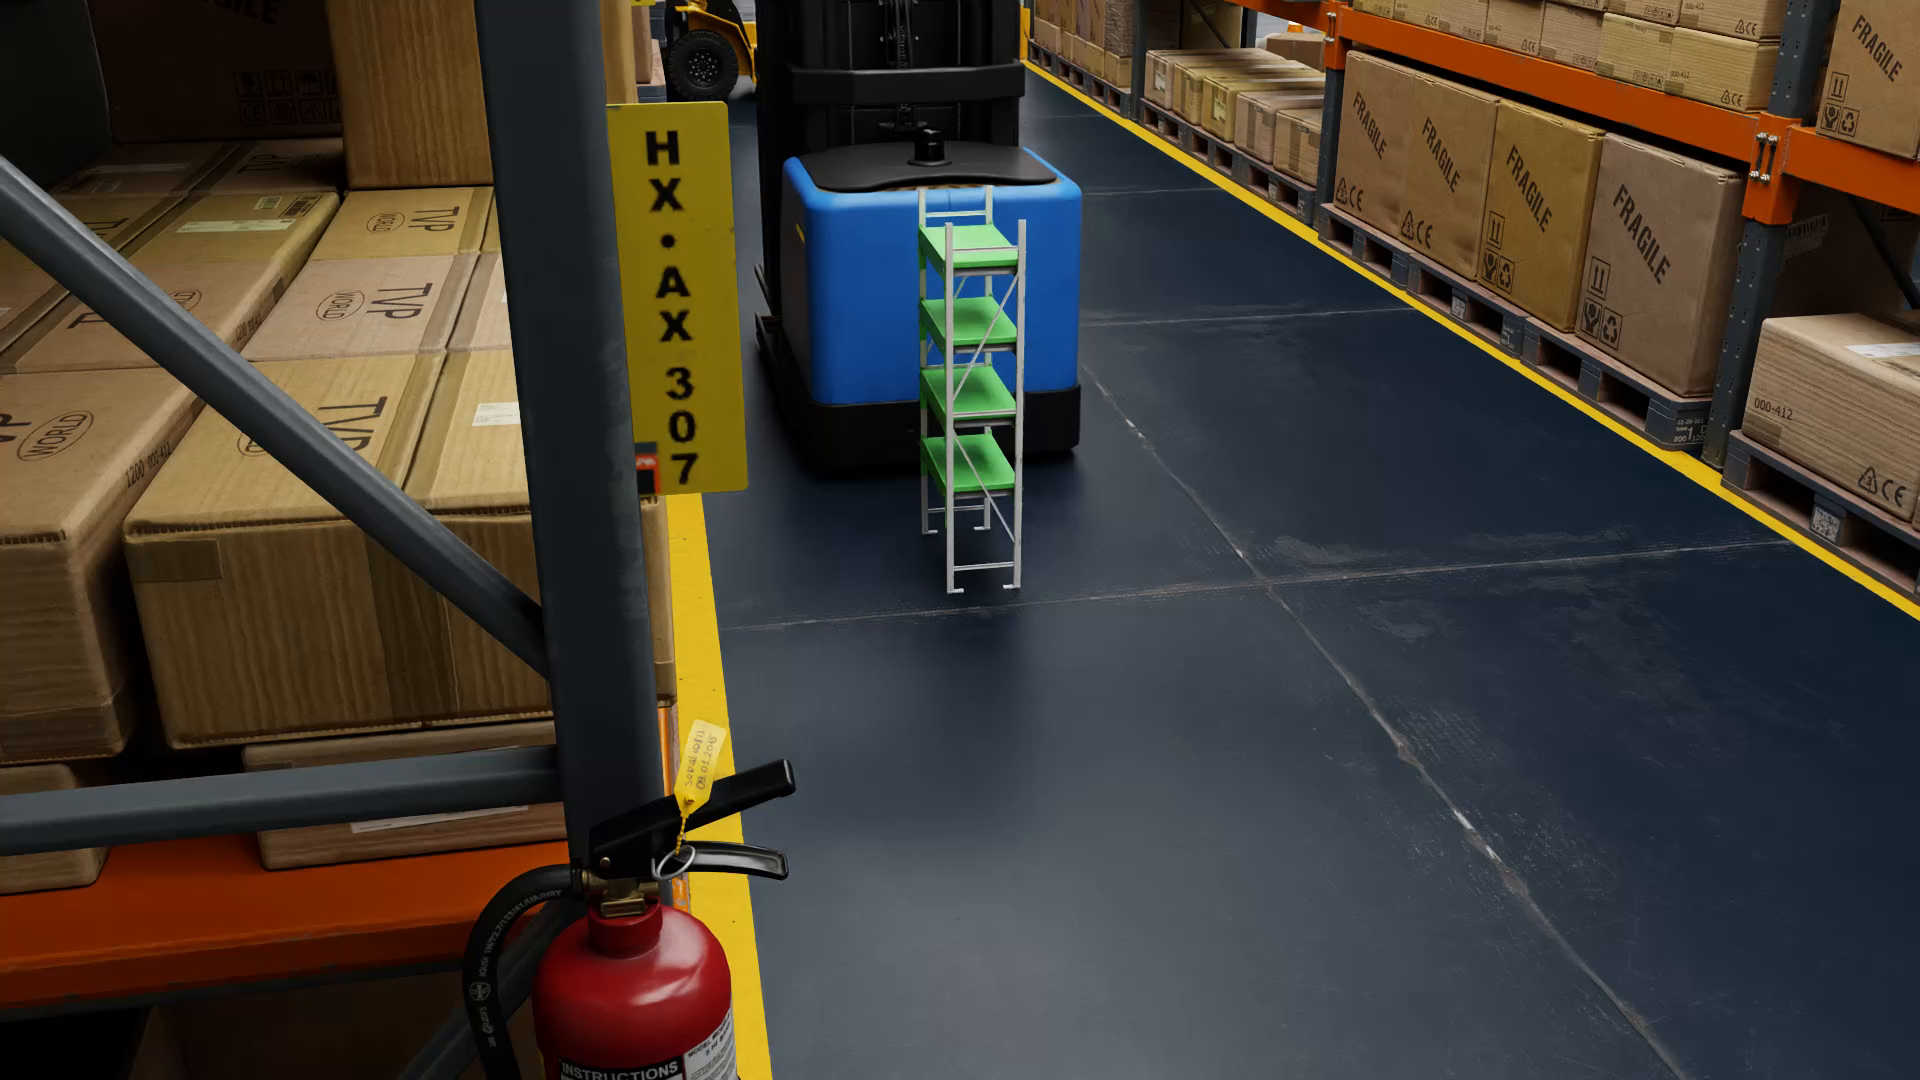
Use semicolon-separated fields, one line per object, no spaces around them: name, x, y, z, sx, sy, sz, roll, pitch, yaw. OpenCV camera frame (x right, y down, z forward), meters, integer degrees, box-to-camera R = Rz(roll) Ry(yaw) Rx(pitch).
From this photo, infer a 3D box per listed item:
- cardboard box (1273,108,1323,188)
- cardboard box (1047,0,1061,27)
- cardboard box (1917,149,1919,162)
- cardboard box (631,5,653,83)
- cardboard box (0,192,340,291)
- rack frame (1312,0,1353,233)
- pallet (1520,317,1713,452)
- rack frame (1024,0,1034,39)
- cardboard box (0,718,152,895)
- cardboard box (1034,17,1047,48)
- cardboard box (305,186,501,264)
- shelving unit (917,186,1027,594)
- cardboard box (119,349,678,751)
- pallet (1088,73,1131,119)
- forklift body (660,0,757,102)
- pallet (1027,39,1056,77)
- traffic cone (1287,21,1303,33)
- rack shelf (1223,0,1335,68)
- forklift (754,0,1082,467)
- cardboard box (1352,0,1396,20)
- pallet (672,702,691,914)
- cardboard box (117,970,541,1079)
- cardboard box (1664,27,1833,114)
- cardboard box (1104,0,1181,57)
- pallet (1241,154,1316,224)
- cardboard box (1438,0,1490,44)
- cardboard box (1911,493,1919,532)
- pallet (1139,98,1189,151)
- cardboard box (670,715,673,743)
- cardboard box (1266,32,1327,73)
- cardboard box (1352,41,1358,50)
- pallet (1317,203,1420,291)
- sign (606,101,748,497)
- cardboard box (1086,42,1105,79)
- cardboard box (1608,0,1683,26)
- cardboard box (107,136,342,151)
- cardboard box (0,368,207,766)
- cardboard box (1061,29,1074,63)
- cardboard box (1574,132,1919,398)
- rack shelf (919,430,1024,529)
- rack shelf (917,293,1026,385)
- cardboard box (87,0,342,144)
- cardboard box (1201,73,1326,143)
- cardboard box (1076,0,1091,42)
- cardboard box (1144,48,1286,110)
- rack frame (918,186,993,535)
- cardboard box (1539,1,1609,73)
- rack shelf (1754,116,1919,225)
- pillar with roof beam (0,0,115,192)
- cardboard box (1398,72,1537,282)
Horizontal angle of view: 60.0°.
cardboard box;2.539;-2.479;10.437;0.950;0.372;0.625;-6;24;-13
cardboard box;1.138;-5.138;15.741;0.500;0.500;0.500;-5;24;-12
cardboard box;3.292;-1.338;4.942;0.500;0.500;0.500;-4;24;-9
cardboard box;-1.373;-1.771;5.408;0.700;0.500;0.500;-4;24;-8
cardboard box;-1.291;-0.379;2.687;0.500;0.250;0.500;-4;24;-8
rack frame;2.634;-3.268;9.485;1.000;3.000;0.127;-4;24;-10
pallet;3.157;-0.715;7.123;1.003;0.211;1.213;-4;24;-10
rack frame;1.155;-6.415;16.690;1.000;3.000;0.127;-4;24;-10
cardboard box;-1.089;0.252;1.739;0.380;0.149;0.250;-5;24;-10
cardboard box;1.032;-5.009;16.383;0.500;0.250;0.500;-5;24;-10
cardboard box;-0.774;-0.416;2.770;0.500;0.250;0.500;-5;24;-11
shelving unit;0.031;-0.485;5.361;0.258;1.200;0.503;-4;24;-10
cardboard box;-0.583;-0.019;1.860;0.500;0.250;0.500;-4;24;-9
pallet;1.735;-3.825;14.244;1.003;0.211;1.213;-4;24;-10
forklift body;-1.579;-5.046;14.617;2.313;2.155;1.214;-4;24;-10
pallet;1.284;-4.785;16.442;1.003;0.211;1.213;-4;24;-10
traffic cone;3.530;-5.394;17.523;0.336;0.463;0.334;-4;24;-10
rack shelf;2.264;-3.725;11.430;1.077;0.370;4.000;-4;24;-10
forklift;-0.343;-2.178;7.074;1.130;2.935;3.031;-5;24;-11
cardboard box;2.477;-2.988;9.032;0.500;0.250;0.500;-5;24;-11
pallet;-1.149;0.703;3.877;1.003;0.211;1.213;-4;24;-10
cardboard box;-0.784;0.951;2.418;0.797;0.503;0.637;-5;24;-12
cardboard box;3.043;-1.784;6.274;0.500;0.250;0.500;-5;24;-11
cardboard box;1.521;-4.330;13.891;0.500;0.500;0.500;-5;24;-10
pallet;2.491;-2.298;10.747;1.003;0.211;1.213;-4;24;-10
cardboard box;2.681;-2.581;8.099;0.500;0.250;0.500;-4;24;-8
cardboard box;3.550;-0.106;4.922;0.875;0.438;0.875;-5;24;-11
pallet;2.040;-3.257;12.945;1.003;0.211;1.213;-4;24;-10
cardboard box;-0.903;0.398;3.688;0.500;0.500;0.500;-4;24;-9
cardboard box;3.033;-4.219;14.783;0.500;0.500;0.500;13;27;27
cardboard box;3.967;-4.767;16.037;0.637;0.503;0.797;18;29;36
pallet;2.706;-1.675;9.320;1.003;0.211;1.213;-4;24;-10
sign;-0.231;-0.189;1.354;0.100;0.325;0.005;-4;24;-10
cardboard box;1.412;-4.195;14.518;0.500;0.250;0.500;-5;24;-11
cardboard box;2.953;-2.207;6.617;0.500;0.250;0.500;-4;24;-8
cardboard box;-1.485;-0.779;3.601;0.500;0.250;0.500;-4;24;-9
cardboard box;-1.110;0.019;1.775;0.500;0.250;0.500;-4;24;-8
cardboard box;1.232;-4.594;15.433;0.500;0.250;0.500;-3;24;-6
cardboard box;3.180;-1.151;6.769;0.875;0.875;0.875;-4;24;-8
rack shelf;0.031;-0.206;5.482;0.258;0.148;0.480;-4;24;-10
rack shelf;0.031;-0.646;5.290;0.258;0.148;0.480;-4;24;-10
cardboard box;-1.490;-1.132;3.472;0.500;0.500;0.500;-5;24;-11
cardboard box;2.260;-3.068;11.785;0.950;0.372;0.625;-4;24;-8
cardboard box;1.330;-4.731;14.808;0.500;0.500;0.500;-3;24;-7
cardboard box;1.994;-3.624;13.057;0.950;0.372;0.625;-4;24;-9
rack frame;-0.014;-0.581;5.581;0.240;1.200;0.015;-4;24;-10
cardboard box;2.875;-2.184;7.190;0.500;0.250;0.500;-5;24;-11
rack shelf;3.743;-0.578;4.225;1.077;0.370;4.000;-4;24;-10
pillar with roof beam;1.970;-4.053;3.787;9.100;9.000;0.400;-4;24;-10
cardboard box;2.841;-1.858;8.386;0.875;0.875;0.875;-4;24;-9
